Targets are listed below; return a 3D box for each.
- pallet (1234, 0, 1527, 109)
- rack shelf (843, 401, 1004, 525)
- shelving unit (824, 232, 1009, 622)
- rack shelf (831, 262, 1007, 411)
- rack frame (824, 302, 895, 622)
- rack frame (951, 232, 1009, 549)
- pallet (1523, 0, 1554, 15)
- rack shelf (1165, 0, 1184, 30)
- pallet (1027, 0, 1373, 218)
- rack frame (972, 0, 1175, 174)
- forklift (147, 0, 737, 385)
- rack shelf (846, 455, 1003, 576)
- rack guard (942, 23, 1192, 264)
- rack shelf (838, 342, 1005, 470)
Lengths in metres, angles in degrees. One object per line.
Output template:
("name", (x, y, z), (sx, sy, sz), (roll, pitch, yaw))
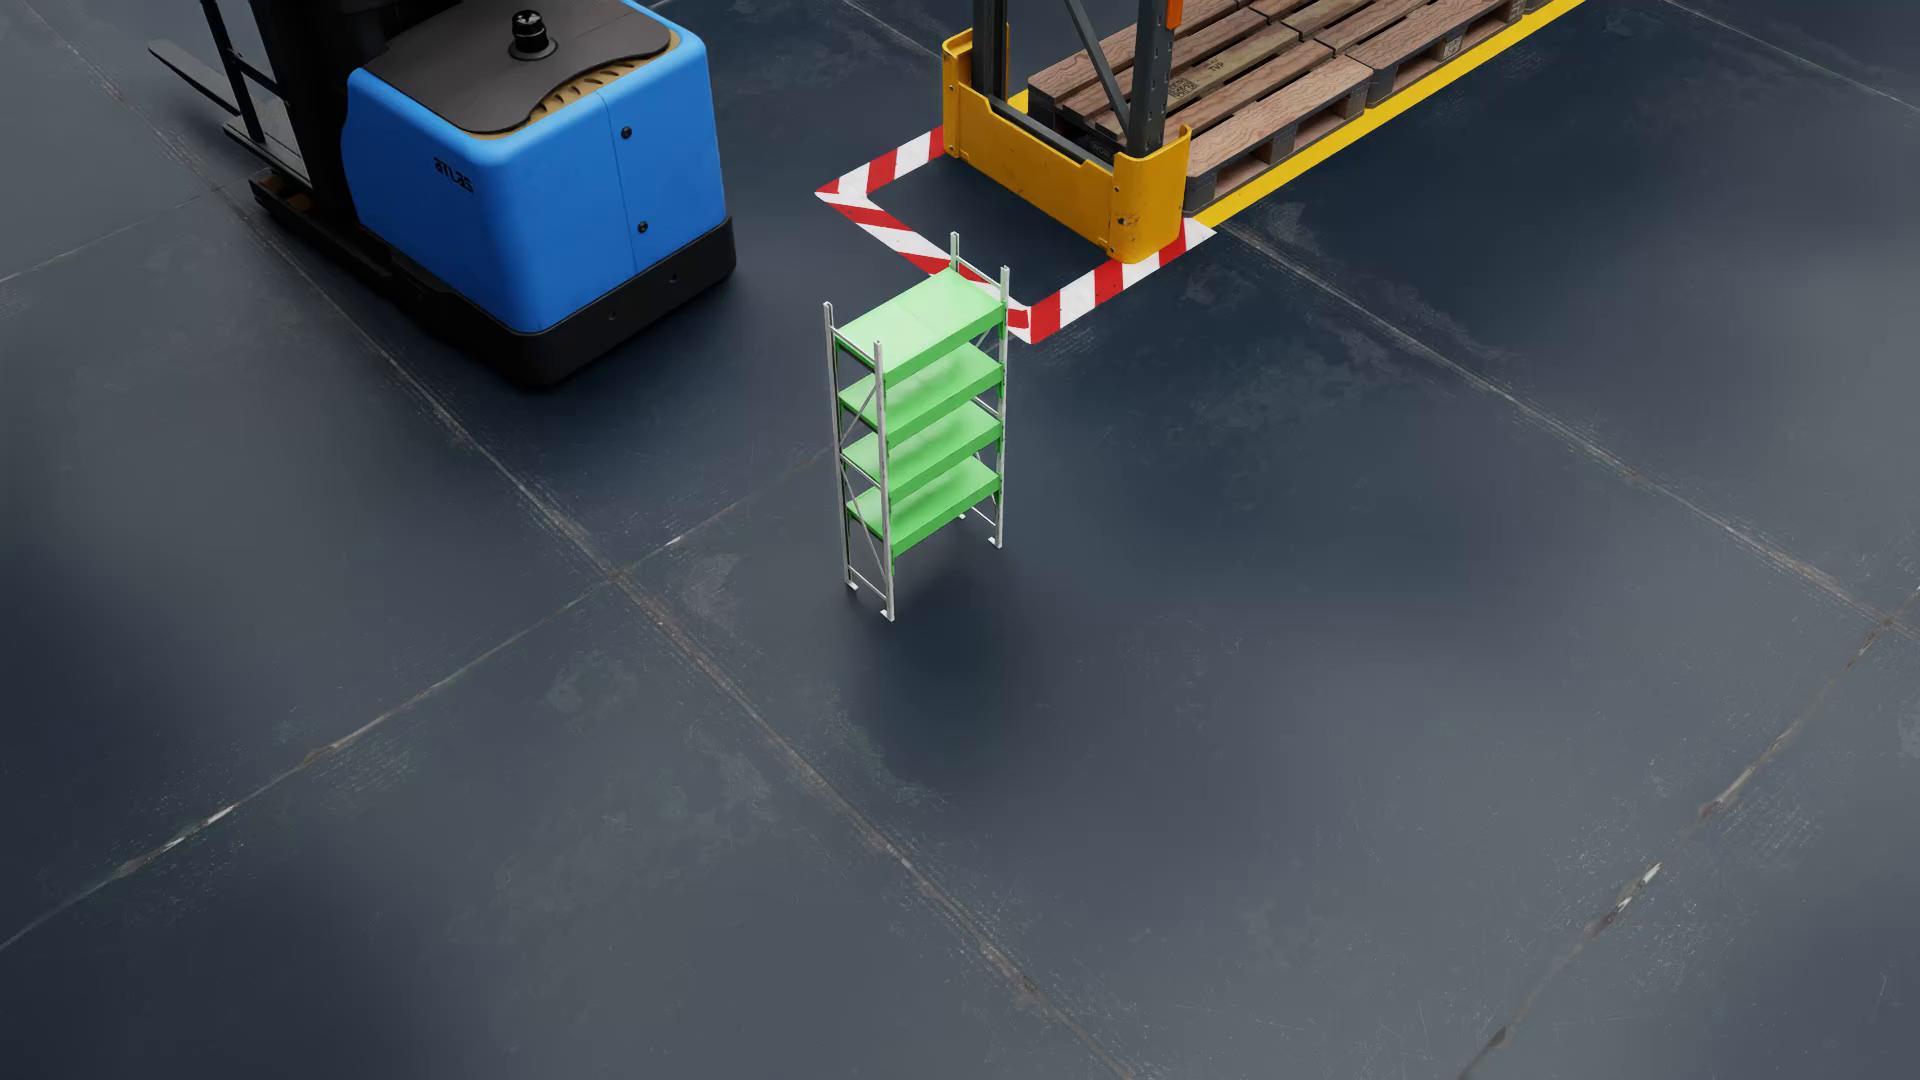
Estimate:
("pallet", (1.968, -2.585, 7.992), (1.213, 0.211, 1.003), (-34, 56, -27))
("rack shelf", (-0.122, -0.282, 5.280), (0.480, 0.148, 0.258), (-34, 56, -27))
("shelving unit", (-0.122, -0.325, 5.234), (0.503, 1.200, 0.258), (-34, 56, -27))
("rack shelf", (-0.122, -0.607, 4.928), (0.480, 0.148, 0.258), (-34, 56, -27))
("rack frame", (-0.303, -0.204, 5.122), (0.015, 1.200, 0.240), (-34, 56, -27))
("rack frame", (0.058, -0.446, 5.345), (0.015, 1.200, 0.240), (-34, 56, -27))
("pallet", (2.871, -3.191, 8.551), (1.213, 0.211, 1.003), (-34, 56, -27))
("rack shelf", (1.909, -3.289, 7.233), (4.000, 0.370, 1.077), (-34, 56, -27))
("pallet", (1.065, -1.985, 7.438), (1.213, 0.211, 1.003), (-34, 56, -27))
("rack frame", (0.429, -2.544, 6.056), (0.127, 3.000, 1.000), (-34, 56, -27))
("forklift", (-2.328, -2.521, 6.082), (3.031, 2.935, 1.130), (34, 56, 27))
("rack shelf", (-0.122, -0.119, 5.457), (0.480, 0.148, 0.258), (-34, 56, -27))
("rack guard", (0.420, -1.677, 6.958), (0.348, 0.500, 1.175), (-34, 56, -27))
("rack shelf", (-0.122, -0.444, 5.104), (0.480, 0.148, 0.258), (-34, 56, -27))
